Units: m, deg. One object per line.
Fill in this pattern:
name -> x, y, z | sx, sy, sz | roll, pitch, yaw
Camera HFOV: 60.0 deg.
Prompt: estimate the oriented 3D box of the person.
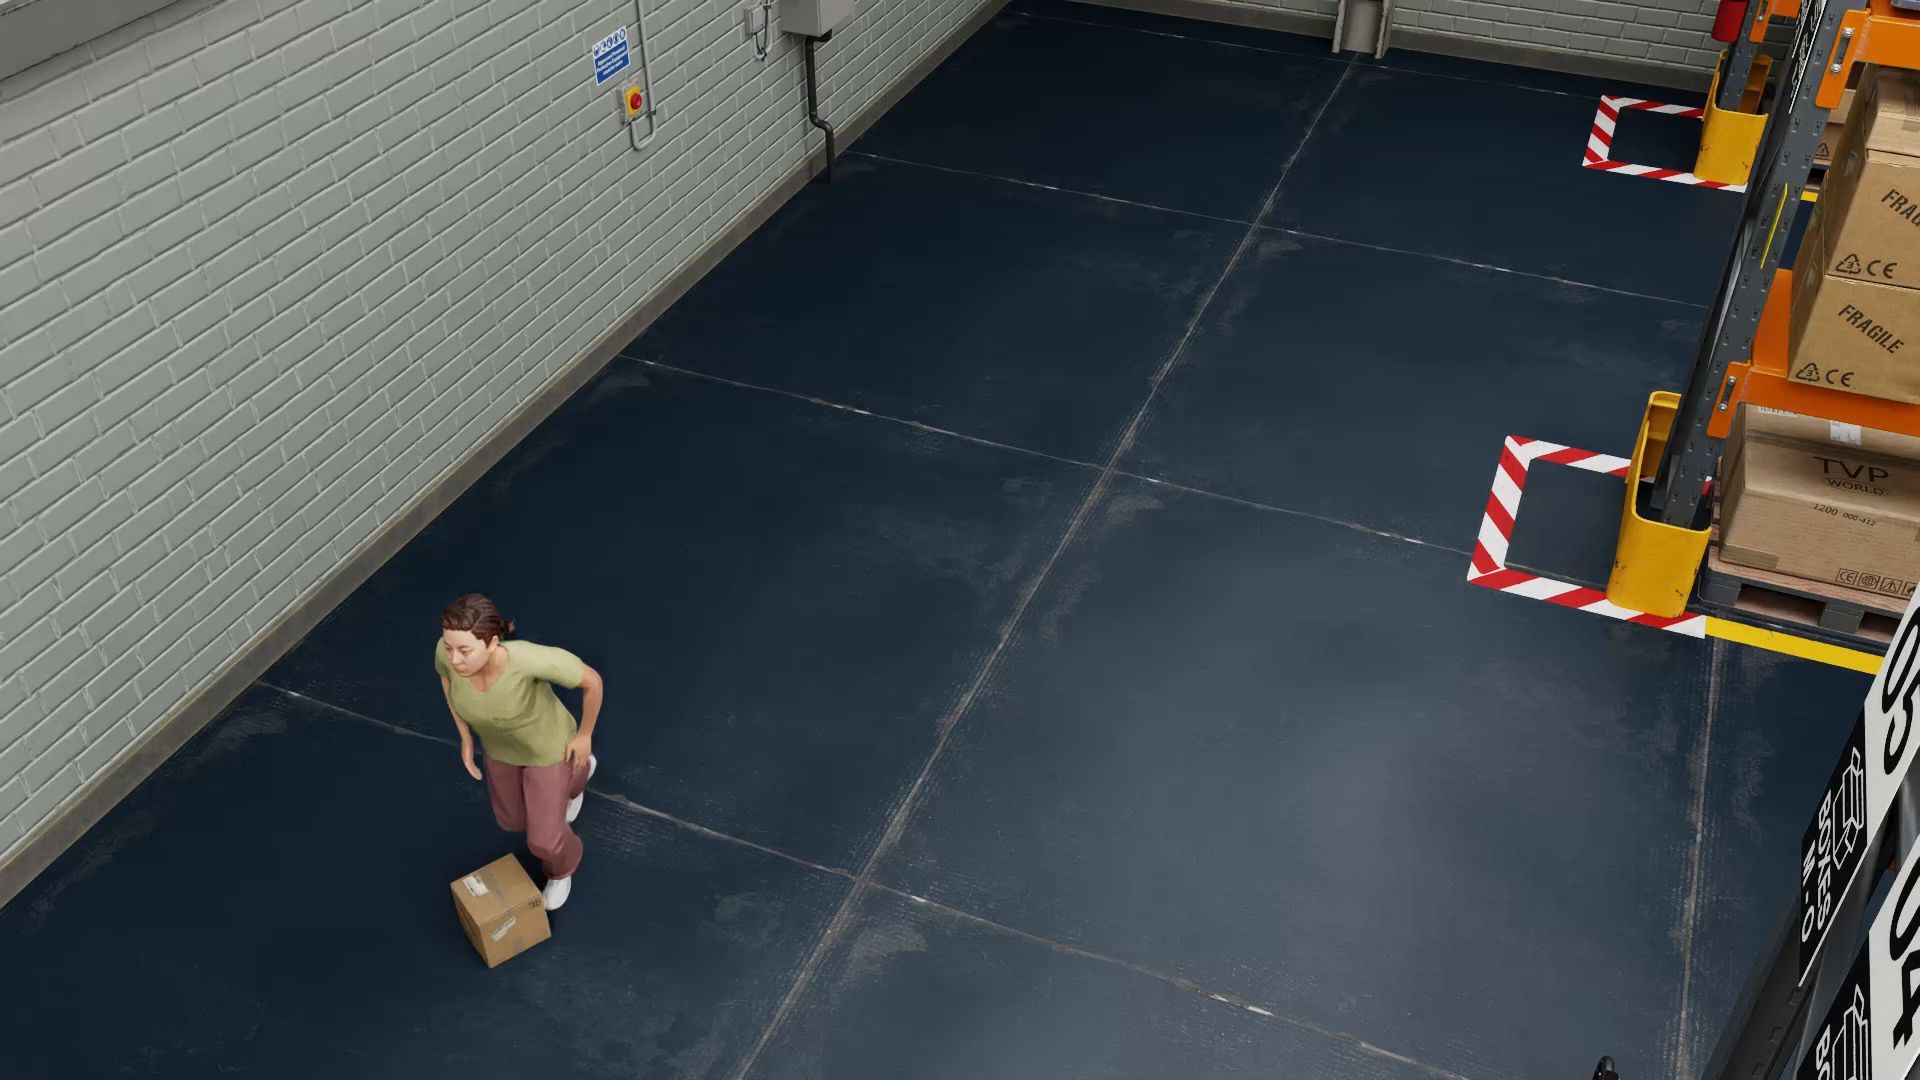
person -> -1.511, 0.686, 6.016 | 0.585, 1.580, 0.752 | 10, 39, 13
